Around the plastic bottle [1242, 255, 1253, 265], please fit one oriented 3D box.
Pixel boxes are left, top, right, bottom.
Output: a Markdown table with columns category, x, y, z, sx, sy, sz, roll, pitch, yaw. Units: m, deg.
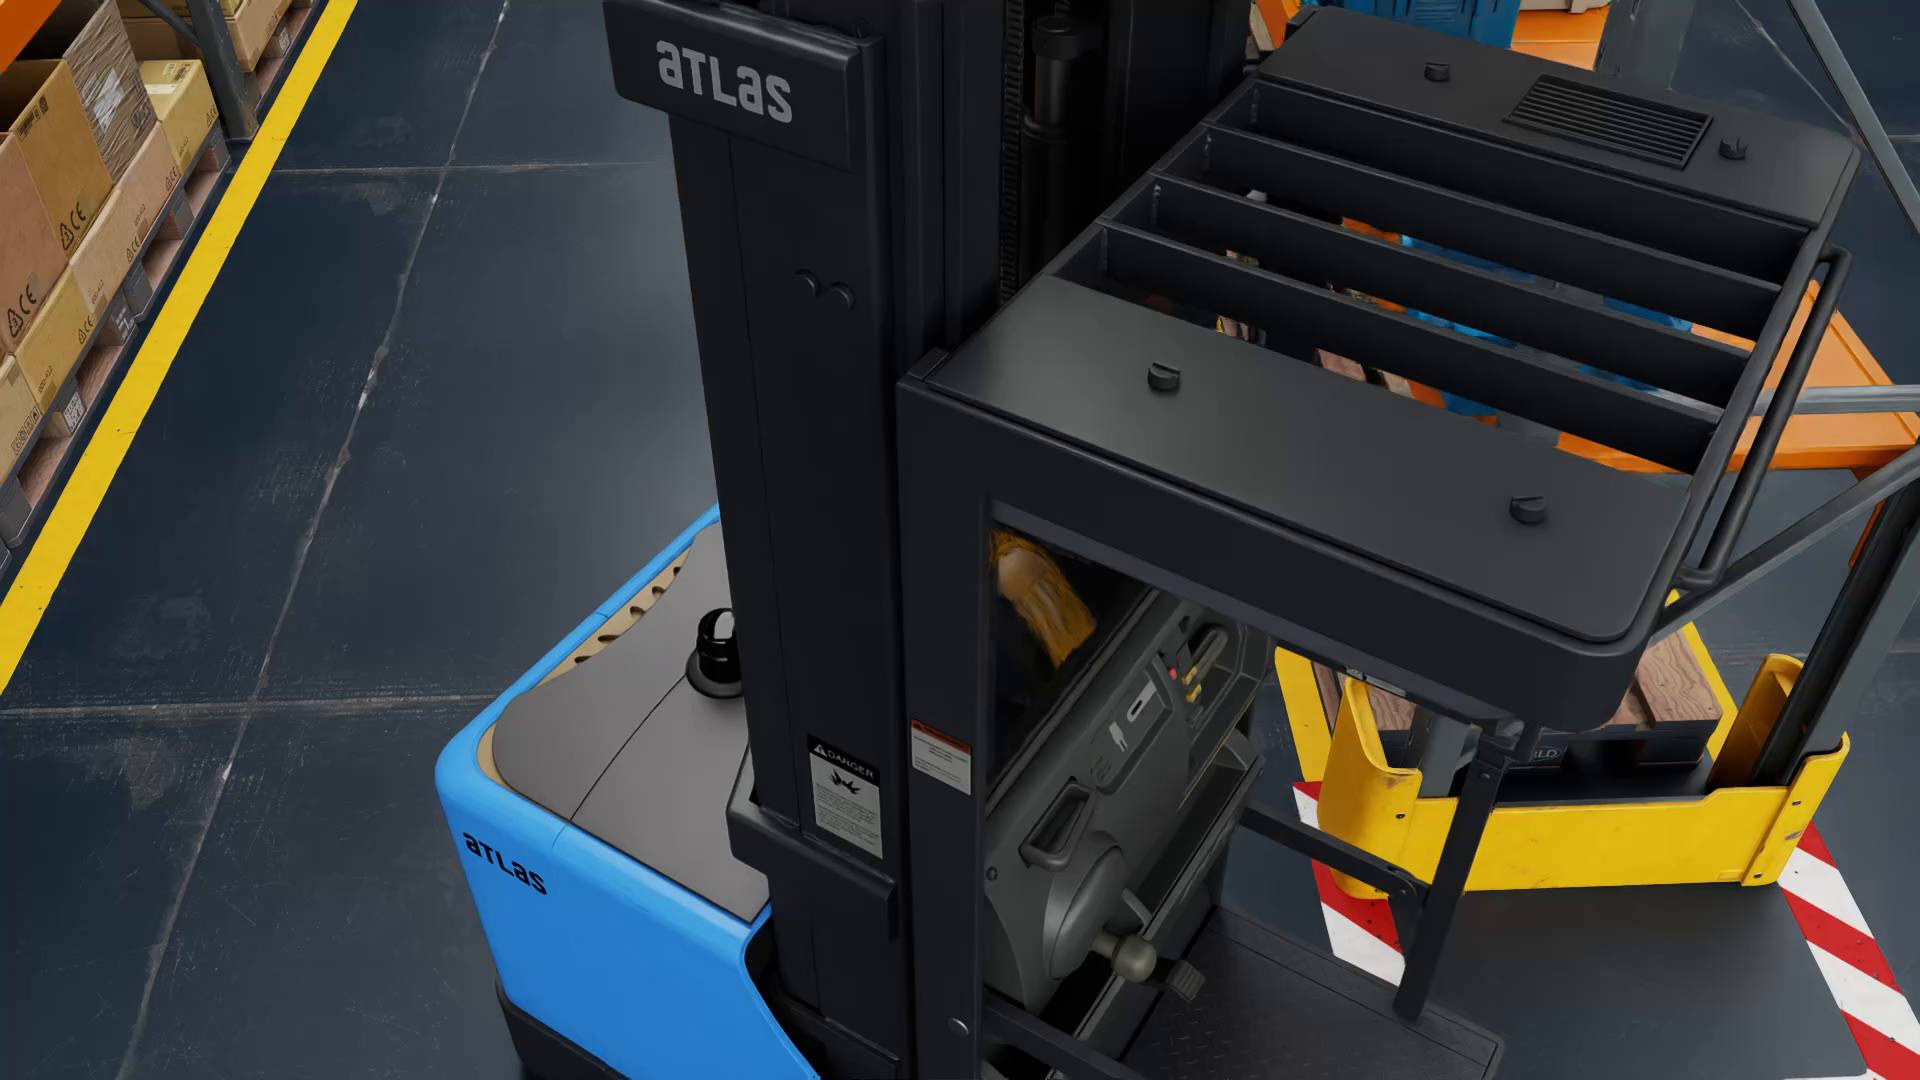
| category | x | y | z | sx | sy | sz | roll | pitch | yaw |
| --- | --- | --- | --- | --- | --- | --- | --- | --- | --- |
| plastic bottle | 1.078 | -1.059 | 5.820 | 0.144 | 0.351 | 0.185 | 0 | 43 | 0 |

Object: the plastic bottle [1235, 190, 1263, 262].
| category | x | y | z | sx | sy | sz | roll | pitch | yaw |
| --- | --- | --- | --- | --- | --- | --- | --- | --- | --- |
| plastic bottle | 1.070 | -1.184 | 5.957 | 0.144 | 0.351 | 0.185 | -2 | 43 | -2 |

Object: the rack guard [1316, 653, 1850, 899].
| category | x | y | z | sx | sy | sz | roll | pitch | yaw |
| --- | --- | --- | --- | --- | --- | --- | --- | --- | --- |
| rack guard | 1.544 | 0.602 | 4.223 | 1.175 | 0.500 | 0.348 | -2 | 43 | -2 |

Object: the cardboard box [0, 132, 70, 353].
| category | x | y | z | sx | sy | sz | roll | pitch | yaw |
| --- | --- | --- | --- | --- | --- | --- | --- | --- | --- |
| cardboard box | -3.216 | -0.929 | 5.212 | 0.500 | 0.500 | 0.500 | -2 | 43 | -2 |

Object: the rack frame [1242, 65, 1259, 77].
| category | x | y | z | sx | sy | sz | roll | pitch | yaw |
| --- | --- | --- | --- | --- | --- | --- | --- | --- | --- |
| rack frame | 1.424 | -2.970 | 6.270 | 1.000 | 3.000 | 0.127 | -2 | 43 | -2 |

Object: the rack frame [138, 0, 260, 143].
| category | x | y | z | sx | sy | sz | roll | pitch | yaw |
| --- | --- | --- | --- | --- | --- | --- | --- | --- | --- |
| rack frame | -3.525 | -2.830 | 6.118 | 1.000 | 3.000 | 0.127 | -2 | 43 | -2 |

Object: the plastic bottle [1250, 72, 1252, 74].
| category | x | y | z | sx | sy | sz | roll | pitch | yaw |
| --- | --- | --- | --- | --- | --- | --- | --- | --- | --- |
| plastic bottle | 1.147 | -1.689 | 6.557 | 0.061 | 0.283 | 0.133 | -2 | 43 | -2 |

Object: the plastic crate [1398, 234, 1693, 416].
| category | x | y | z | sx | sy | sz | roll | pitch | yaw |
| --- | --- | --- | --- | --- | --- | --- | --- | --- | --- |
| plastic crate | 1.274 | -0.544 | 3.734 | 0.499 | 0.251 | 0.616 | -2 | 43 | -2 |

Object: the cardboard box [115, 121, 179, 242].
| category | x | y | z | sx | sy | sz | roll | pitch | yaw |
| --- | --- | --- | --- | --- | --- | --- | --- | --- | --- |
| cardboard box | -3.275 | -1.327 | 6.202 | 0.500 | 0.250 | 0.500 | -2 | 43 | -2 |

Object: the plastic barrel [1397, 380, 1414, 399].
| category | x | y | z | sx | sy | sz | roll | pitch | yaw |
| --- | --- | --- | --- | --- | --- | --- | --- | --- | --- |
| plastic barrel | 1.469 | -0.288 | 4.874 | 0.421 | 0.512 | 0.421 | 0 | 43 | 0 |

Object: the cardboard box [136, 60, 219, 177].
| category | x | y | z | sx | sy | sz | roll | pitch | yaw |
| --- | --- | --- | --- | --- | --- | --- | --- | --- | --- |
| cardboard box | -3.287 | -1.665 | 6.570 | 0.500 | 0.250 | 0.500 | -2 | 43 | -2 |

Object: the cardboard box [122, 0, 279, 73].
| category | x | y | z | sx | sy | sz | roll | pitch | yaw |
| --- | --- | --- | --- | --- | --- | --- | --- | --- | --- |
| cardboard box | -3.294 | -2.251 | 7.210 | 0.500 | 0.250 | 0.500 | -3 | 43 | -3 |

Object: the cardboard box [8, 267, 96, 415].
| category | x | y | z | sx | sy | sz | roll | pitch | yaw |
| --- | --- | --- | --- | --- | --- | --- | --- | --- | --- |
| cardboard box | -3.217 | -0.652 | 5.466 | 0.500 | 0.250 | 0.500 | -2 | 43 | -2 |

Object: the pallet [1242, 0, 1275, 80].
| category | x | y | z | sx | sy | sz | roll | pitch | yaw |
| --- | --- | --- | --- | --- | --- | --- | --- | --- | --- |
| pallet | 1.352 | -2.471 | 7.790 | 1.003 | 0.211 | 1.213 | -2 | 43 | -2 |

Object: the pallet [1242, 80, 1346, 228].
| category | x | y | z | sx | sy | sz | roll | pitch | yaw |
| --- | --- | --- | --- | --- | --- | --- | --- | --- | --- |
| pallet | 1.411 | -1.487 | 6.716 | 1.003 | 0.211 | 1.213 | -2 | 43 | -2 |

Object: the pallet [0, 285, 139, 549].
| category | x | y | z | sx | sy | sz | roll | pitch | yaw |
| --- | --- | --- | --- | --- | --- | --- | --- | --- | --- |
| pallet | -3.478 | -0.439 | 5.572 | 1.003 | 0.211 | 1.213 | -2 | 43 | -2 |

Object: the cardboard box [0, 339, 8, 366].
| category | x | y | z | sx | sy | sz | roll | pitch | yaw |
| --- | --- | --- | --- | --- | --- | --- | --- | --- | --- |
| cardboard box | -3.213 | -0.591 | 4.844 | 0.500 | 0.500 | 0.500 | -2 | 43 | -2 |

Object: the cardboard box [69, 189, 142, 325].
| category | x | y | z | sx | sy | sz | roll | pitch | yaw |
| --- | --- | --- | --- | --- | --- | --- | --- | --- | --- |
| cardboard box | -3.239 | -0.990 | 5.834 | 0.500 | 0.250 | 0.500 | -2 | 43 | -2 |

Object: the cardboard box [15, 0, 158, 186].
| category | x | y | z | sx | sy | sz | roll | pitch | yaw |
| --- | --- | --- | --- | --- | --- | --- | --- | --- | --- |
| cardboard box | -3.277 | -1.603 | 5.948 | 0.500 | 0.500 | 0.500 | -2 | 43 | -2 |

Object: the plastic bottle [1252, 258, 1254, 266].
| category | x | y | z | sx | sy | sz | roll | pitch | yaw |
| --- | --- | --- | --- | --- | --- | --- | --- | --- | --- |
| plastic bottle | 1.089 | -0.920 | 5.723 | 0.152 | 0.276 | 0.135 | -3 | 43 | -3 |

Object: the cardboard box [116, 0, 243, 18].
| category | x | y | z | sx | sy | sz | roll | pitch | yaw |
| --- | --- | --- | --- | --- | --- | --- | --- | --- | --- |
| cardboard box | -3.293 | -2.464 | 7.028 | 0.500 | 0.311 | 0.500 | -2 | 43 | -2 |

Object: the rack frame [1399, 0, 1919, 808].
| category | x | y | z | sx | sy | sz | roll | pitch | yaw |
| --- | --- | --- | --- | --- | --- | --- | --- | --- | --- |
| rack frame | 1.594 | -0.270 | 3.324 | 1.000 | 3.000 | 0.127 | -2 | 43 | -2 |

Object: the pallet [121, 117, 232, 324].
| category | x | y | z | sx | sy | sz | roll | pitch | yaw |
| --- | --- | --- | --- | --- | --- | --- | --- | --- | --- |
| pallet | -3.533 | -1.264 | 6.473 | 1.003 | 0.211 | 1.213 | -2 | 43 | -2 |

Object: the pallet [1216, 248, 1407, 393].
| category | x | y | z | sx | sy | sz | roll | pitch | yaw |
| --- | --- | --- | --- | --- | --- | --- | --- | --- | --- |
| pallet | 1.466 | -0.662 | 5.816 | 1.003 | 0.211 | 1.213 | -2 | 43 | -2 |

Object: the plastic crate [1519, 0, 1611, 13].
| category | x | y | z | sx | sy | sz | roll | pitch | yaw |
| --- | --- | --- | --- | --- | --- | --- | --- | --- | --- |
| plastic crate | 1.746 | -1.784 | 5.171 | 0.530 | 0.136 | 0.437 | -2 | 43 | -2 |

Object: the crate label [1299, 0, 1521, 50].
| category | x | y | z | sx | sy | sz | roll | pitch | yaw |
| --- | --- | --- | --- | --- | --- | --- | --- | --- | --- |
| crate label | 1.246 | -1.517 | 4.659 | 0.502 | 0.435 | 0.616 | -2 | 43 | -2 |

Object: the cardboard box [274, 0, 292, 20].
| category | x | y | z | sx | sy | sz | roll | pitch | yaw |
| --- | --- | --- | --- | --- | --- | --- | --- | --- | --- |
| cardboard box | -3.315 | -2.596 | 7.586 | 0.500 | 0.250 | 0.500 | -1 | 43 | -1 |

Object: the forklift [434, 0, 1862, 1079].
| category | x | y | z | sx | sy | sz | roll | pitch | yaw |
| --- | --- | --- | --- | --- | --- | --- | --- | --- | --- |
| forklift | 0.481 | 0.391 | 2.654 | 3.031 | 2.935 | 1.130 | 23 | 47 | 23 |

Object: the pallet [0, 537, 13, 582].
| category | x | y | z | sx | sy | sz | roll | pitch | yaw |
| --- | --- | --- | --- | --- | --- | --- | --- | --- | --- |
| pallet | -3.429 | 0.383 | 4.676 | 1.003 | 0.211 | 1.213 | -2 | 43 | -2 |

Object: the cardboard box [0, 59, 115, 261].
| category | x | y | z | sx | sy | sz | roll | pitch | yaw |
| --- | --- | --- | --- | --- | --- | --- | --- | --- | --- |
| cardboard box | -3.252 | -1.266 | 5.580 | 0.500 | 0.500 | 0.500 | -2 | 43 | -2 |

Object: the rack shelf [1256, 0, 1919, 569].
| category | x | y | z | sx | sy | sz | roll | pitch | yaw |
| --- | --- | --- | --- | --- | --- | --- | --- | --- | --- |
| rack shelf | 1.509 | -1.355 | 5.040 | 1.077 | 0.370 | 4.000 | -2 | 43 | -2 |

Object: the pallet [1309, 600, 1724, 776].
| category | x | y | z | sx | sy | sz | roll | pitch | yaw |
| --- | --- | --- | --- | --- | --- | --- | --- | --- | --- |
| pallet | 1.515 | 0.160 | 4.919 | 1.003 | 0.211 | 1.213 | -2 | 43 | -2 |

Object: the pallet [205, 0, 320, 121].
| category | x | y | z | sx | sy | sz | roll | pitch | yaw |
| --- | --- | --- | --- | --- | --- | --- | --- | --- | --- |
| pallet | -3.595 | -2.299 | 7.601 | 1.003 | 0.211 | 1.213 | -2 | 43 | -2 |

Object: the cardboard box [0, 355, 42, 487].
| category | x | y | z | sx | sy | sz | roll | pitch | yaw |
| --- | --- | --- | --- | --- | --- | --- | --- | --- | --- |
| cardboard box | -3.201 | -0.315 | 5.097 | 0.500 | 0.250 | 0.500 | -2 | 43 | -2 |
